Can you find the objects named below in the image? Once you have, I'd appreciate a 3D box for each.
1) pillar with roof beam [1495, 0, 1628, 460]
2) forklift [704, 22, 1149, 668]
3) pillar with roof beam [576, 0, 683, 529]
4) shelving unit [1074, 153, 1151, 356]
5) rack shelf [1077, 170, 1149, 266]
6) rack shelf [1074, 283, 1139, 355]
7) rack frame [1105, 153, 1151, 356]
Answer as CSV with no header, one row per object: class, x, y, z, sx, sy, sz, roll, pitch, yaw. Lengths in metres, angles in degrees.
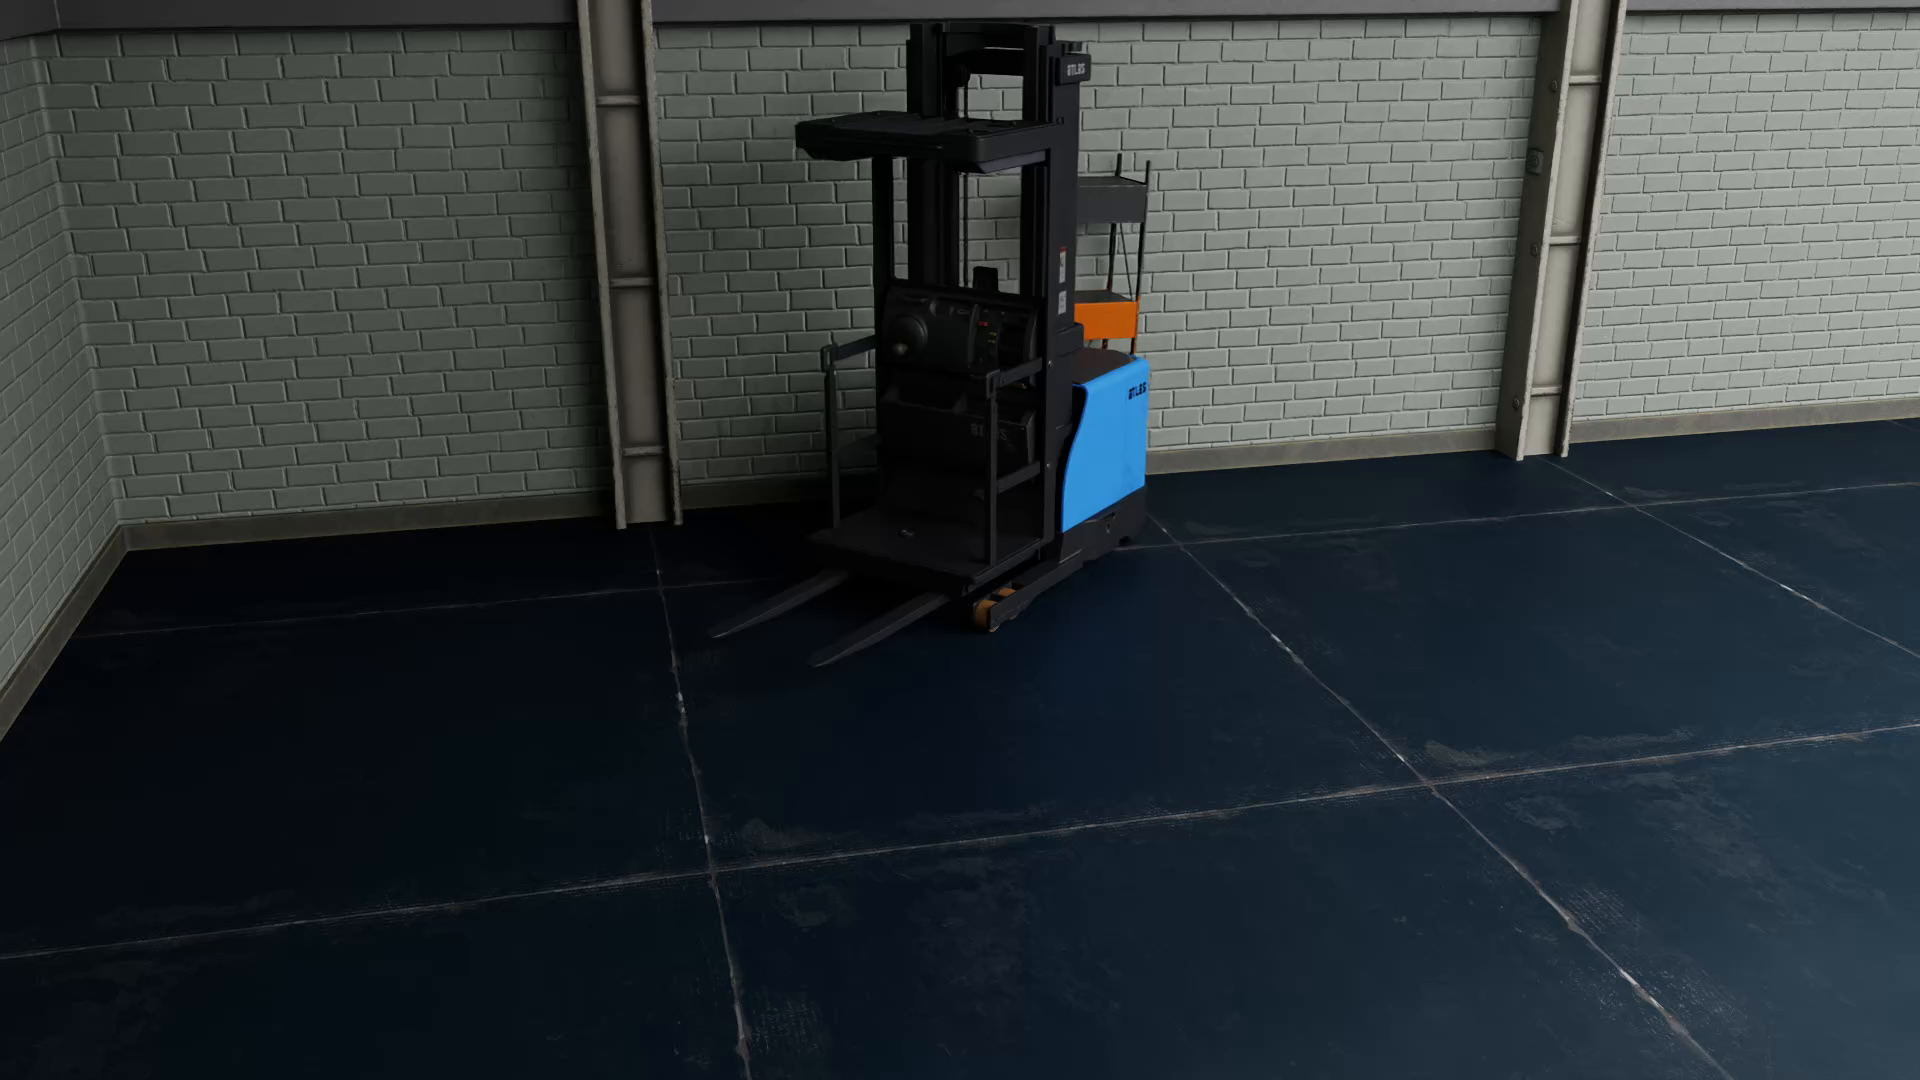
pillar with roof beam,4.923,-3.392,5.991,0.400,9.000,9.100,-5,21,-12
forklift,-0.118,-1.088,8.524,1.130,2.935,3.031,13,24,31
pillar with roof beam,-0.916,-2.917,4.695,0.400,9.000,9.100,-5,21,-12
shelving unit,0.778,-1.294,10.261,0.503,2.100,0.431,-5,21,-23
rack shelf,0.808,-1.942,10.037,0.480,0.518,0.431,-5,21,-23
rack shelf,0.777,-1.281,10.265,0.480,0.518,0.431,-5,21,-23
rack frame,1.002,-1.316,10.354,0.015,2.100,0.400,-5,21,-23
